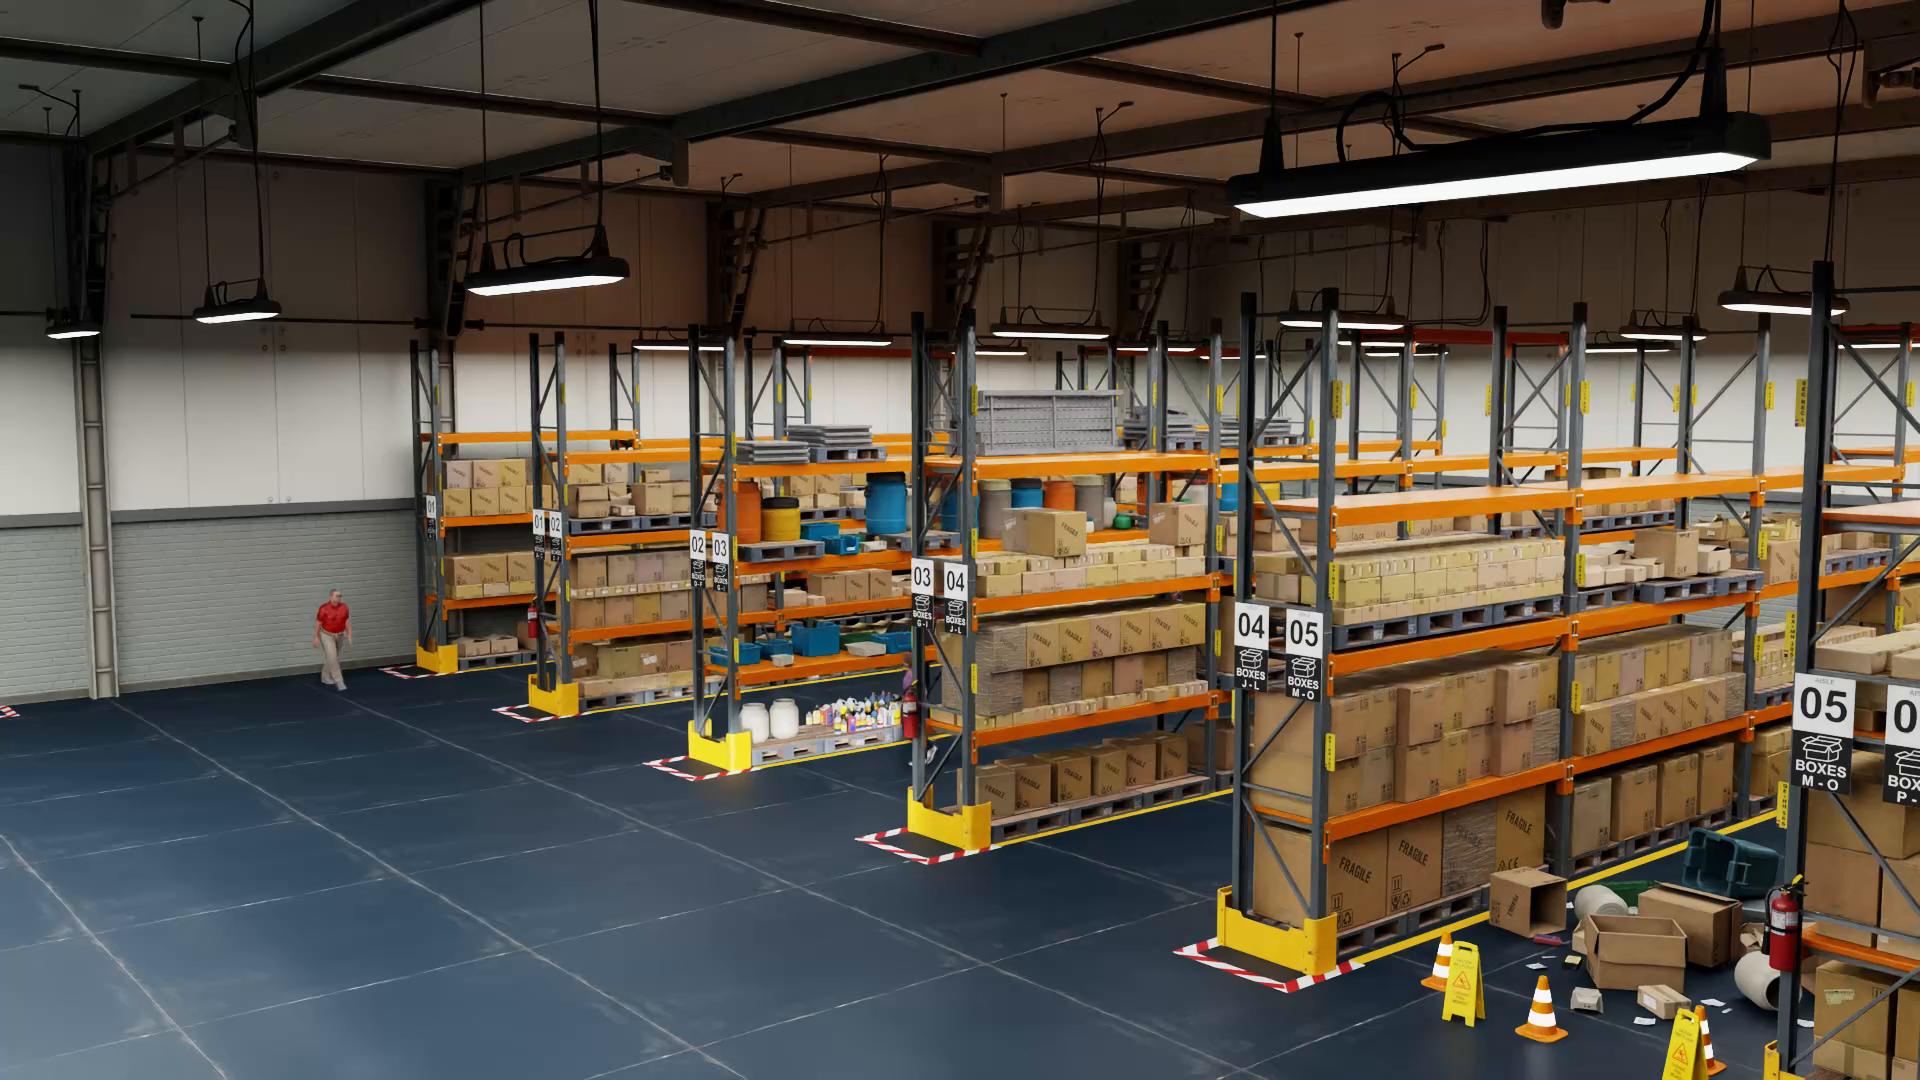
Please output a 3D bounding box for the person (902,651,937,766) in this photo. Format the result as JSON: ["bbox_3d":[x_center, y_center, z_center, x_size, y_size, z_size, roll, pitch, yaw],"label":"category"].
[{"bbox_3d":[-0.562,2.291,22.664,0.455,1.579,0.498,-2,6,-18],"label":"person"}]

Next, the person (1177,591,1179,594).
[{"bbox_3d":[4.186,1.523,30.690,0.481,1.736,0.406,1,5,13],"label":"person"}]

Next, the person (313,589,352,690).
[{"bbox_3d":[-10.697,1.671,28.483,0.977,1.665,0.582,4,7,36],"label":"person"}]
